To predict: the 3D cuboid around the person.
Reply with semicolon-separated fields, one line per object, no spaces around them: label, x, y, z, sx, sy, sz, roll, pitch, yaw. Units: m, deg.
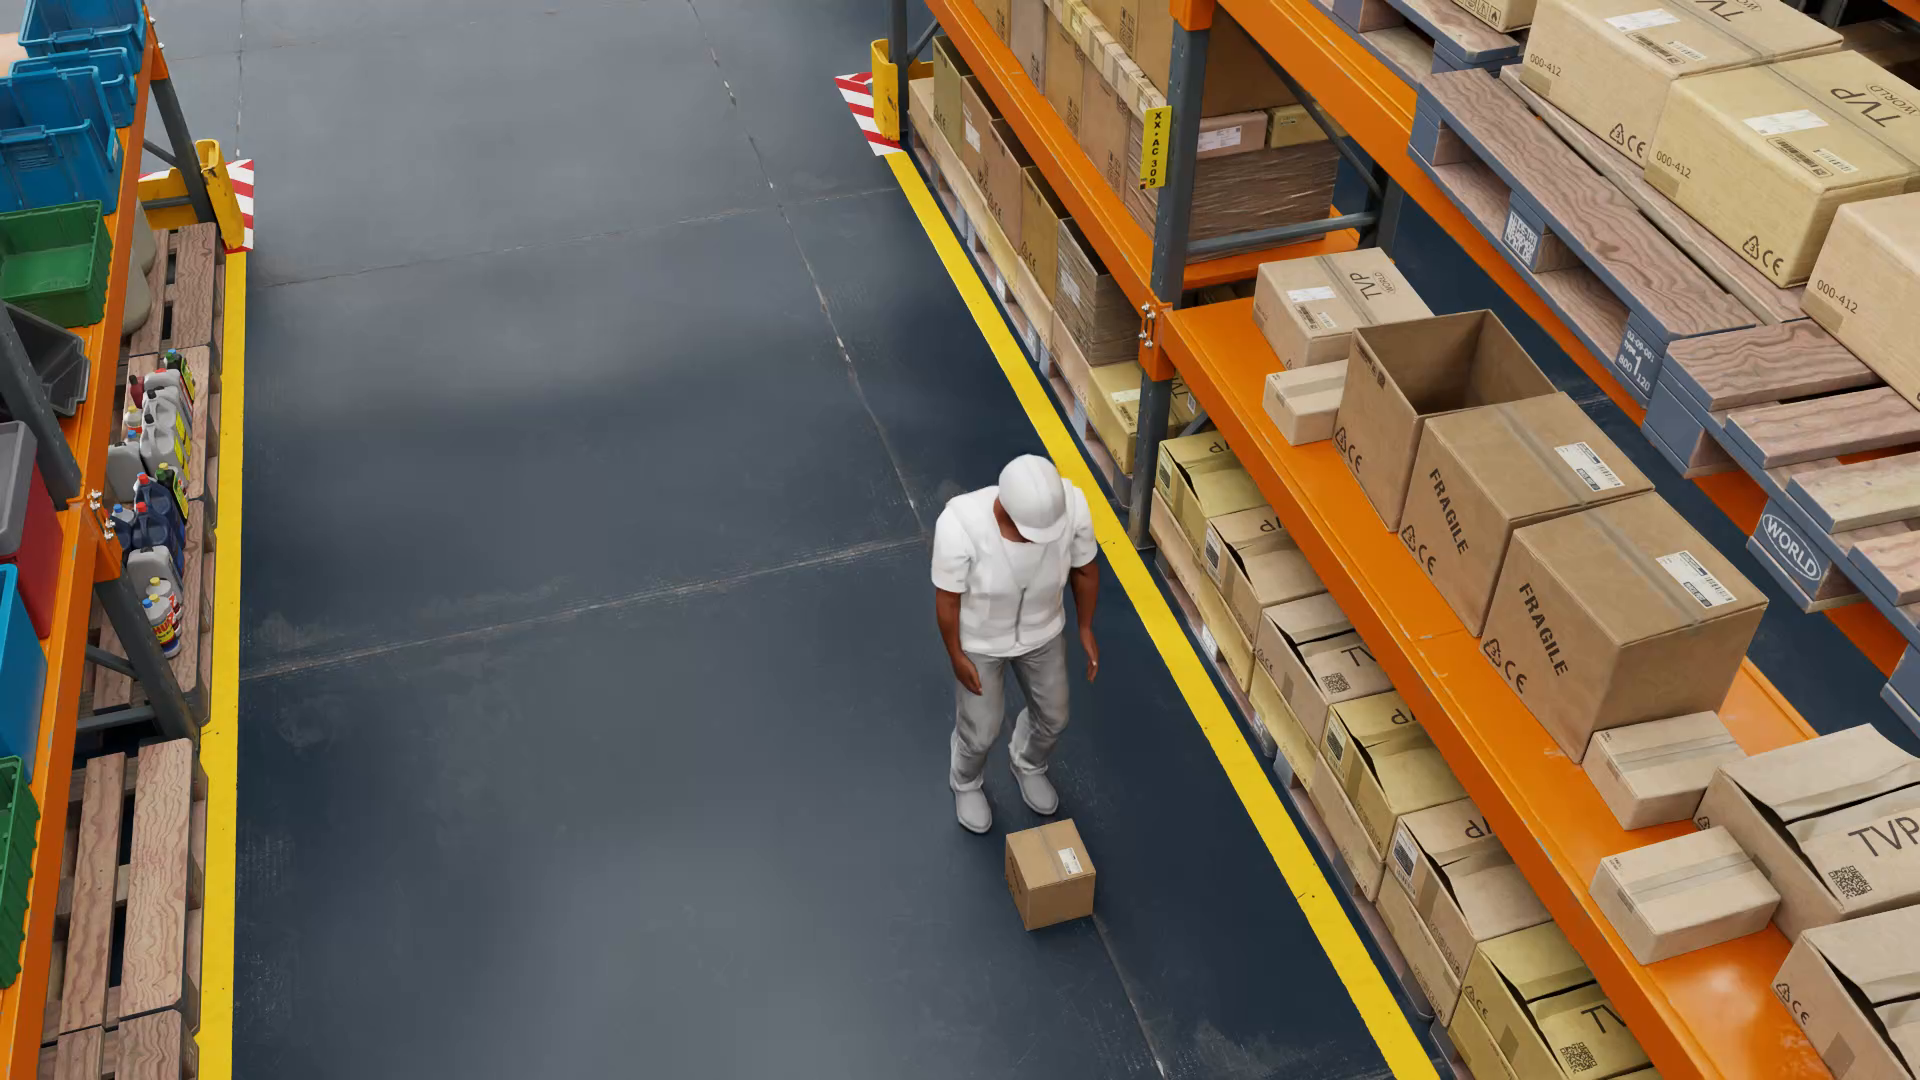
person;0.199;0.341;5.801;0.591;1.717;0.453;-12;43;-13
